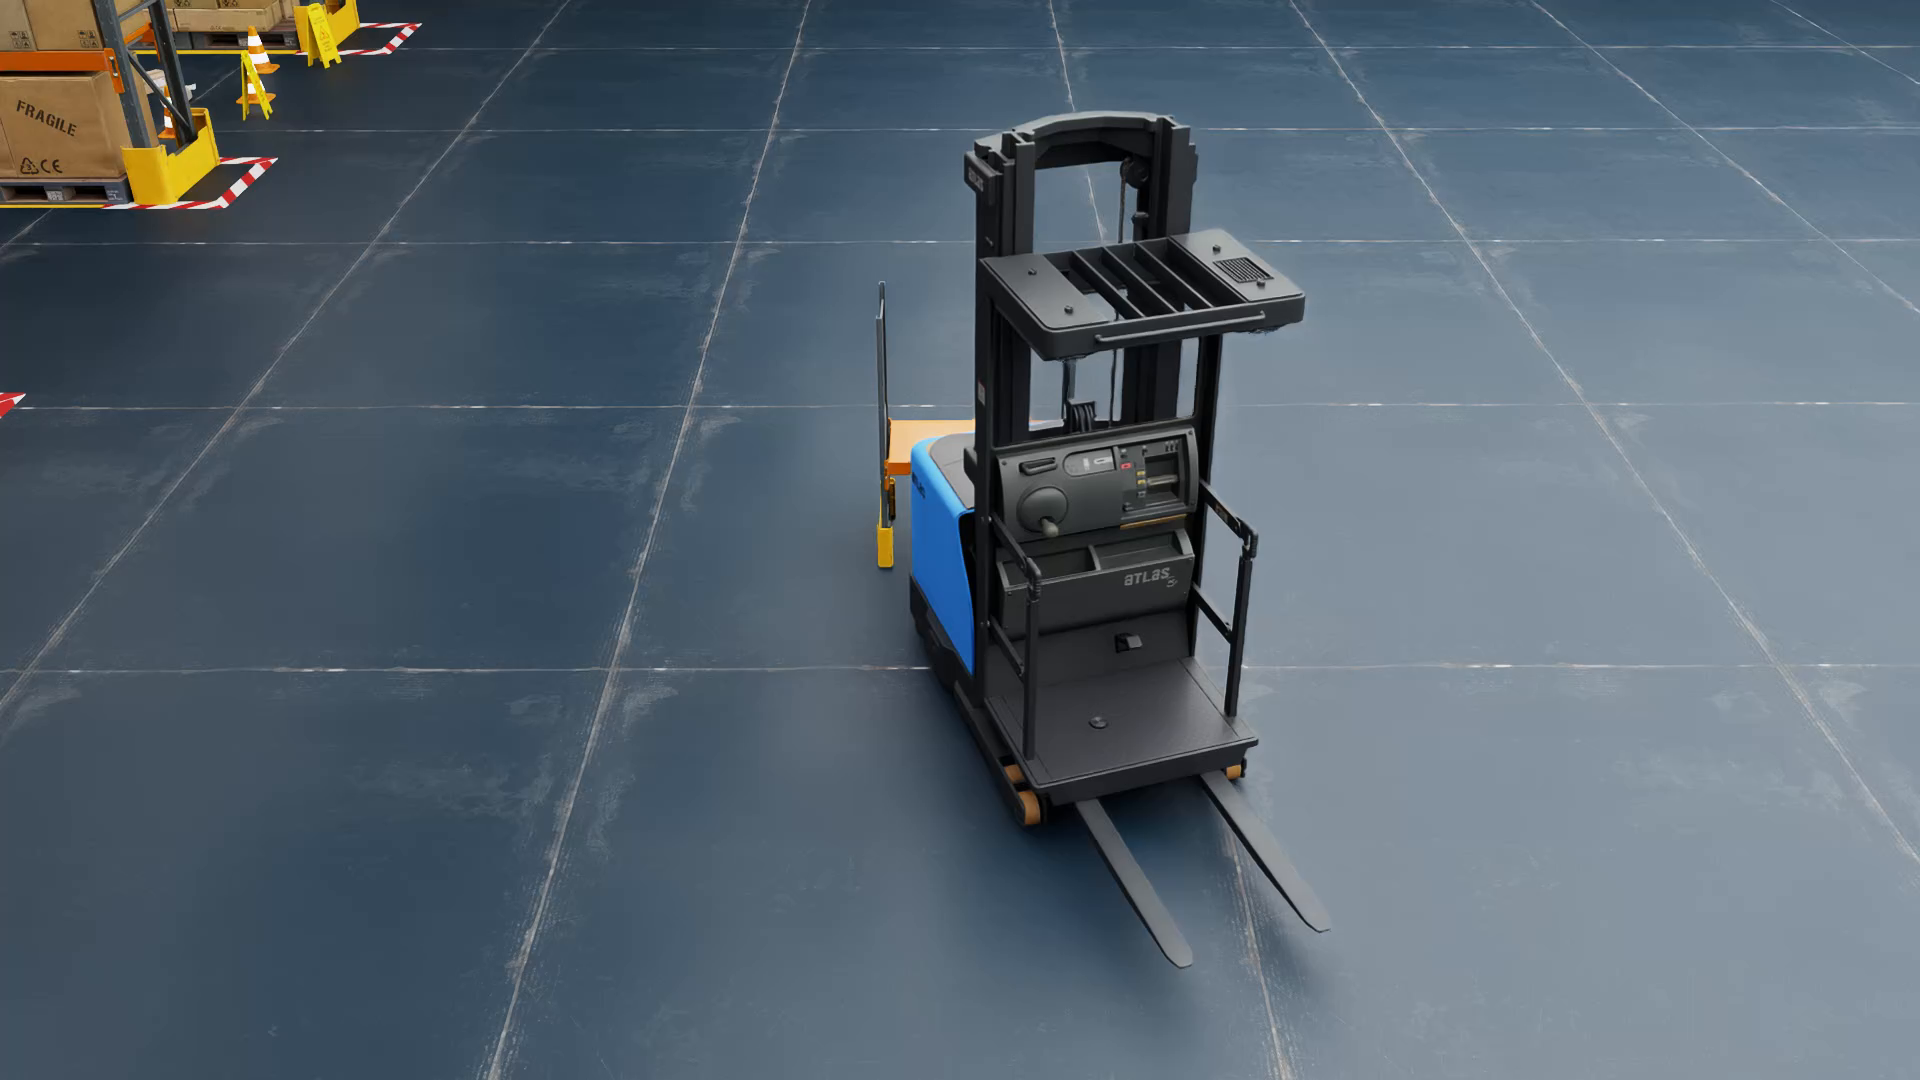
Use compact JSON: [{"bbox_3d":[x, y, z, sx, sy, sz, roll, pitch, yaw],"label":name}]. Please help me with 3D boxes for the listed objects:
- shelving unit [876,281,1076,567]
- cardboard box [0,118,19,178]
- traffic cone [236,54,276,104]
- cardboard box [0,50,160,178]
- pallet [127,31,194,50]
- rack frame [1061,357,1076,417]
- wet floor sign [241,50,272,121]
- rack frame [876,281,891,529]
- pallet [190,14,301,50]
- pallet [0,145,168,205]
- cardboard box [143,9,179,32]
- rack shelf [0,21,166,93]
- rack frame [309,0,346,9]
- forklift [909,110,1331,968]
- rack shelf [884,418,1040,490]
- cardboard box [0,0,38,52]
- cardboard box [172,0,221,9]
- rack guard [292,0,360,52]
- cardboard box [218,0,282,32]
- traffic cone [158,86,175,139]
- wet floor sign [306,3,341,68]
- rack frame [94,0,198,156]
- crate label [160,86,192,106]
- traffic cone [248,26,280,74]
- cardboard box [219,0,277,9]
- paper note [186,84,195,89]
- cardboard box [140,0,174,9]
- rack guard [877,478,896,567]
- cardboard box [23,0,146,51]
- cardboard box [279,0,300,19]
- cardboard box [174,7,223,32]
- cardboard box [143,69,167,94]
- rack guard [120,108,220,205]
[{"bbox_3d":[0.076,-0.641,9.250,1.083,1.500,0.587,0,31,0],"label":"shelving unit"},{"bbox_3d":[-8.593,-3.723,14.526,0.875,0.875,0.875,-1,31,-1],"label":"cardboard box"},{"bbox_3d":[-7.242,-4.729,16.988,0.334,0.463,0.336,0,31,0],"label":"traffic cone"},{"bbox_3d":[-7.713,-3.726,14.533,0.875,0.875,0.875,0,31,0],"label":"cardboard box"},{"bbox_3d":[-9.272,-5.880,19.127,1.213,0.211,1.003,0,31,0],"label":"pallet"},{"bbox_3d":[0.594,-0.643,9.253,0.032,1.500,0.500,0,31,0],"label":"rack frame"},{"bbox_3d":[-7.018,-4.512,16.454,0.232,0.644,0.267,-5,32,-9],"label":"wet floor sign"},{"bbox_3d":[-0.423,-0.640,9.248,0.032,1.500,0.500,0,31,0],"label":"rack frame"},{"bbox_3d":[-8.055,-5.882,19.131,1.213,0.211,1.003,0,31,0],"label":"pallet"},{"bbox_3d":[-7.834,-3.256,14.803,1.213,0.211,1.003,0,31,0],"label":"pallet"},{"bbox_3d":[-9.014,-5.919,18.749,0.500,0.250,0.500,-1,31,-2],"label":"cardboard box"},{"bbox_3d":[-9.035,-4.178,14.327,4.000,0.370,1.077,0,31,0],"label":"rack shelf"},{"bbox_3d":[-7.166,-7.059,18.382,0.127,3.000,1.000,0,31,0],"label":"rack frame"},{"bbox_3d":[0.686,-0.198,7.139,1.130,2.935,3.031,-10,33,-16],"label":"forklift"},{"bbox_3d":[0.085,-0.488,9.344,1.000,0.185,0.538,0,31,0],"label":"rack shelf"},{"bbox_3d":[-7.956,-4.518,14.049,0.550,0.550,0.875,0,31,0],"label":"cardboard box"},{"bbox_3d":[-8.488,-6.242,18.559,0.500,0.500,0.500,1,31,2],"label":"cardboard box"},{"bbox_3d":[-7.242,-5.990,19.030,0.348,0.500,1.175,0,31,0],"label":"rack guard"},{"bbox_3d":[-7.997,-5.921,18.752,0.500,0.250,0.500,0,31,-1],"label":"cardboard box"},{"bbox_3d":[-7.575,-4.142,16.020,0.334,0.463,0.336,0,31,0],"label":"traffic cone"},{"bbox_3d":[-6.970,-5.498,18.079,0.232,0.644,0.267,10,33,17],"label":"wet floor sign"},{"bbox_3d":[-7.035,-4.492,14.150,0.127,3.000,1.000,0,31,0],"label":"rack frame"},{"bbox_3d":[-8.028,-4.555,17.015,0.298,0.136,0.250,-17,35,-26],"label":"crate label"},{"bbox_3d":[-7.588,-5.304,17.935,0.334,0.463,0.336,0,31,0],"label":"traffic cone"},{"bbox_3d":[-7.966,-6.246,18.565,0.500,0.500,0.500,0,31,0],"label":"cardboard box"},{"bbox_3d":[-8.099,-4.754,17.445,0.142,0.019,0.148,-11,33,-17],"label":"paper note"},{"bbox_3d":[-8.992,-6.244,18.562,0.500,0.500,0.500,-1,31,-1],"label":"cardboard box"},{"bbox_3d":[-0.422,-0.106,9.572,0.087,0.250,0.587,0,31,0],"label":"rack guard"},{"bbox_3d":[-7.406,-4.531,14.071,0.550,0.550,0.875,0,31,0],"label":"cardboard box"},{"bbox_3d":[-7.975,-6.204,19.218,0.500,0.250,0.500,0,31,-1],"label":"cardboard box"},{"bbox_3d":[-8.491,-5.923,18.756,0.500,0.250,0.500,0,31,0],"label":"cardboard box"},{"bbox_3d":[-8.464,-4.788,17.388,0.250,0.149,0.380,16,35,25],"label":"cardboard box"},{"bbox_3d":[-7.011,-3.423,14.799,0.348,0.500,1.175,0,31,0],"label":"rack guard"}]
